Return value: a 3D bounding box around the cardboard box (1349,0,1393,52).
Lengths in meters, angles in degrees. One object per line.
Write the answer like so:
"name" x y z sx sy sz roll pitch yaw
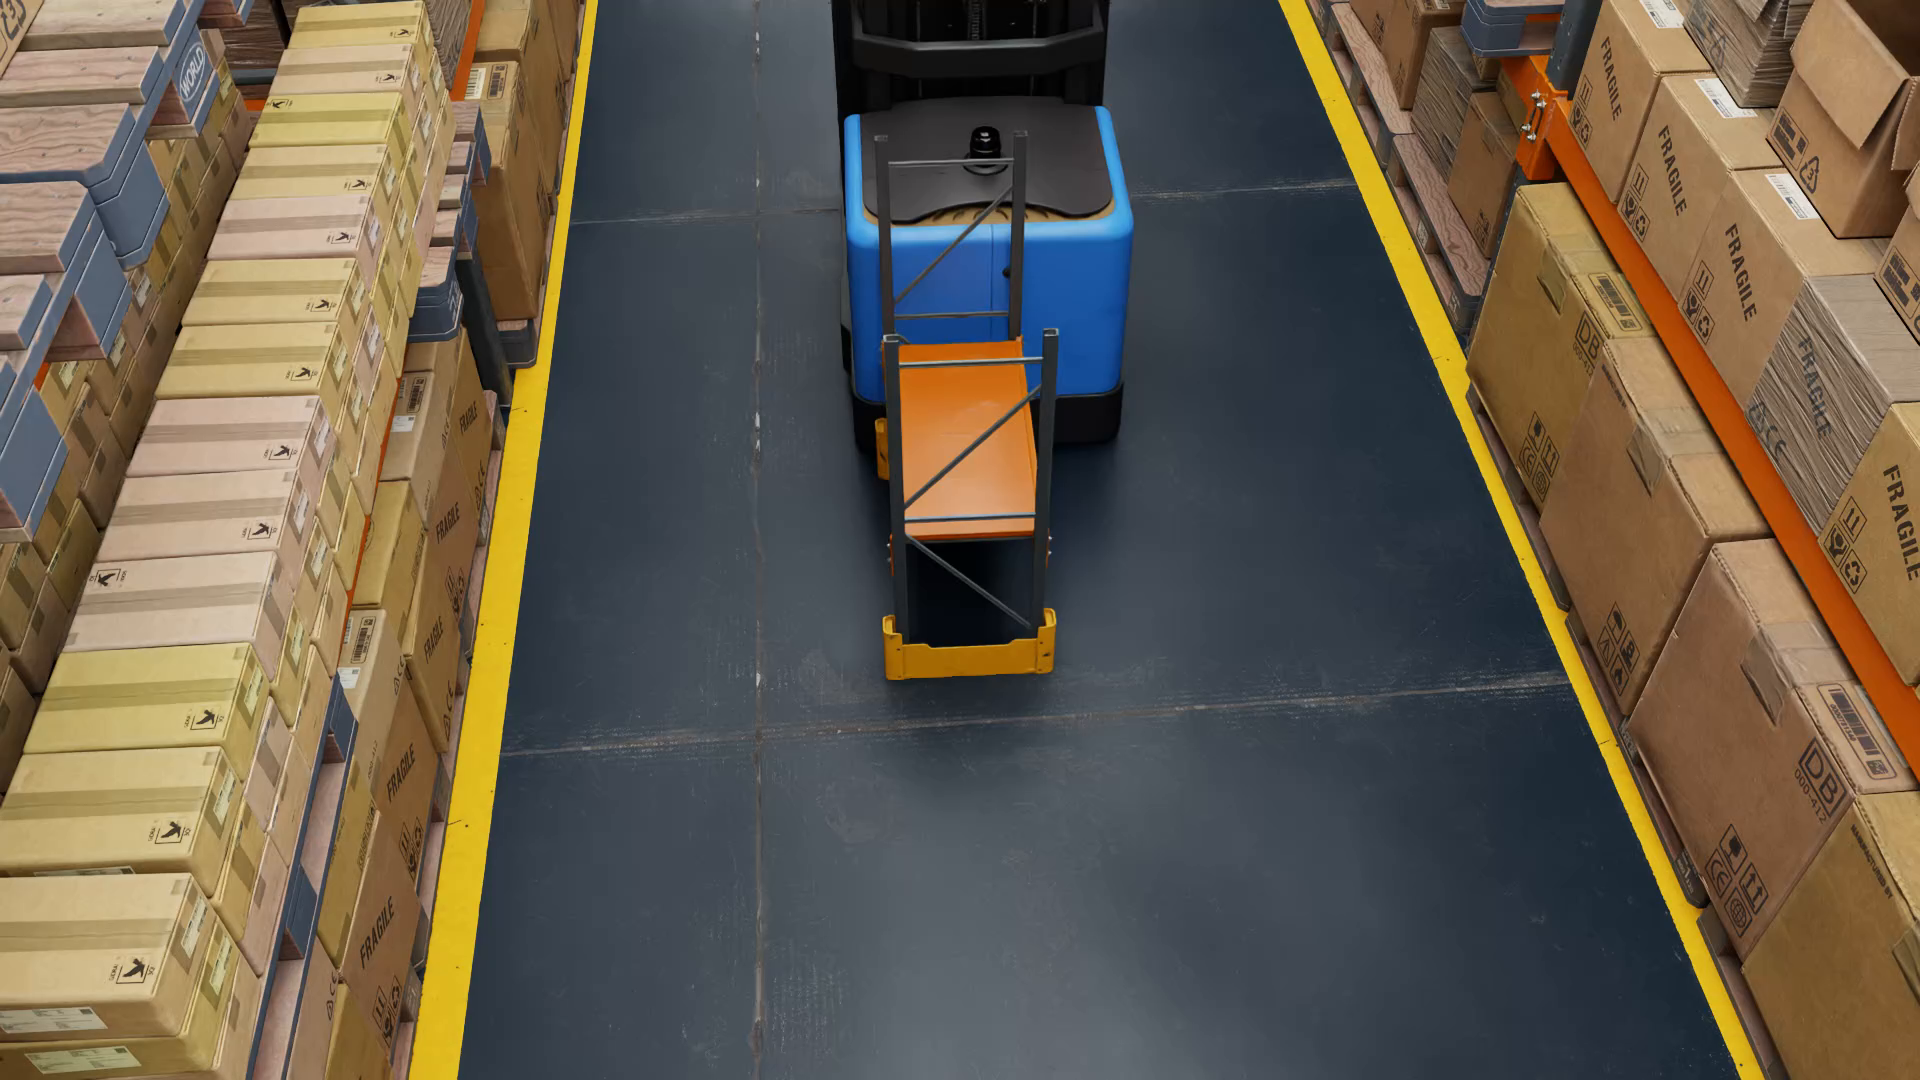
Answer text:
"cardboard box" 2.387 -2.795 8.250 0.700 0.500 0.500 -7 47 -7

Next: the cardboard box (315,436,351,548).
"cardboard box" -1.682 -0.106 3.963 0.380 0.149 0.250 -4 47 -4

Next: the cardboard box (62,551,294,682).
"cardboard box" -1.634 0.173 3.494 0.380 0.149 0.250 -4 47 -4

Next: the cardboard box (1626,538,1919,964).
"cardboard box" 2.810 0.566 4.822 1.225 0.875 0.875 -5 47 -5

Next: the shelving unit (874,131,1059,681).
"shelving unit" 0.002 -0.430 5.625 0.587 1.500 1.083 -3 47 -2

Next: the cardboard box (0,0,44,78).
"cardboard box" -1.991 -1.020 2.724 0.797 0.503 0.637 -4 47 -4

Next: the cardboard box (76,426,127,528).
"cardboard box" -2.357 -0.152 4.212 0.380 0.149 0.250 -5 47 -5

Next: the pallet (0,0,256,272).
"pallet" -2.028 -0.854 3.056 1.213 0.211 1.003 -3 47 -3

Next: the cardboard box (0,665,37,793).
"cardboard box" -2.285 0.434 3.657 0.380 0.149 0.250 -6 47 -5

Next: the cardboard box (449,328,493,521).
"cardboard box" -2.011 -0.402 5.997 0.500 0.500 0.500 -4 47 -3

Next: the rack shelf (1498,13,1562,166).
"rack shelf" 2.456 -3.005 7.526 1.077 0.370 4.000 -3 47 -3

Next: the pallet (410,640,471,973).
"pallet" -2.164 0.827 5.321 1.003 0.211 1.213 -3 47 -3

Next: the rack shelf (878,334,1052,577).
"rack shelf" 0.001 -0.313 5.761 0.538 0.185 1.000 -3 47 -2

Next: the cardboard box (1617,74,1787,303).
"cardboard box" 2.439 -1.099 5.156 0.500 0.500 0.500 -5 47 -4

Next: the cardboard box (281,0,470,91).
"cardboard box" -2.096 -1.953 5.965 0.500 0.500 0.500 -3 47 -3

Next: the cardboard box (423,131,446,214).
"cardboard box" -1.809 -1.127 5.135 0.380 0.149 0.250 -4 47 -3

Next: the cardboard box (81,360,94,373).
"cardboard box" -2.370 -0.543 4.172 0.380 0.149 0.250 -2 47 -2

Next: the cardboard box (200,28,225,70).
"cardboard box" -2.481 -1.491 5.070 0.380 0.149 0.250 -3 47 -3

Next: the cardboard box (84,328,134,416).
"cardboard box" -2.377 -0.444 4.284 0.380 0.149 0.250 -4 47 -4

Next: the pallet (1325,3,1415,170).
"pallet" 2.461 -2.293 8.276 1.003 0.211 1.213 -3 47 -3

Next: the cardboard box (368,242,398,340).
"cardboard box" -1.744 -0.663 4.491 0.380 0.149 0.250 -4 47 -4

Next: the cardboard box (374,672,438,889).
"cardboard box" -1.893 0.720 4.934 0.500 0.500 0.500 -3 47 -3

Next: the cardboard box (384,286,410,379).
"cardboard box" -1.745 -0.566 4.603 0.380 0.149 0.250 -5 47 -5

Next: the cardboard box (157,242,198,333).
"cardboard box" -2.421 -0.715 4.745 0.380 0.149 0.250 -2 47 -1

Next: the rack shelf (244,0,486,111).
"rack shelf" -2.495 -2.777 7.310 1.077 0.370 4.000 -3 47 -3

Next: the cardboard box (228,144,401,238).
"cardboard box" -1.762 -0.949 4.557 0.380 0.149 0.250 -2 47 -2

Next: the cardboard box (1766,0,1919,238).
"cardboard box" 2.721 -1.184 4.545 0.797 0.503 0.637 -3 47 -2

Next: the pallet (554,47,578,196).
"pallet" -2.417 -2.074 8.069 1.003 0.211 1.213 -3 47 -3

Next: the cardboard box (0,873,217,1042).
"cardboard box" -1.567 0.741 2.956 0.380 0.149 0.250 -1 47 -1

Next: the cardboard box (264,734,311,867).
"cardboard box" -1.613 0.564 3.533 0.380 0.149 0.250 -3 47 -3

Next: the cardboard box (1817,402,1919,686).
"cardboard box" 2.562 -0.004 4.119 0.500 0.500 0.500 -4 47 -4

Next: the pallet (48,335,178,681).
"pallet" -2.121 -0.082 4.394 1.003 0.211 1.213 -3 47 -3

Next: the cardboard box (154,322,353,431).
"cardboard box" -1.702 -0.389 4.027 0.380 0.149 0.250 -2 47 -2

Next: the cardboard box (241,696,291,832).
"cardboard box" -1.613 0.469 3.419 0.380 0.149 0.250 -2 47 -2

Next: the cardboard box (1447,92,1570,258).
"cardboard box" 2.548 -1.581 7.100 0.700 0.500 0.500 -6 47 -5

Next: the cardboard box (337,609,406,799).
"cardboard box" -1.876 0.469 4.656 0.500 0.250 0.500 -2 47 -2

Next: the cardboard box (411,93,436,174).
"cardboard box" -1.808 -1.215 5.014 0.380 0.149 0.250 -2 47 -2

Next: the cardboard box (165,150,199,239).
"cardboard box" -2.436 -0.987 4.798 0.380 0.149 0.250 -5 47 -5

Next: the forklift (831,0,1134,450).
"forklift" 0.024 -2.424 6.527 1.130 2.935 3.031 -3 47 -2

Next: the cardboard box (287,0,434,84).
"cardboard box" -1.829 -1.513 5.091 0.380 0.149 0.250 -5 47 -5

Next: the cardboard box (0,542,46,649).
"cardboard box" -2.311 0.124 3.745 0.380 0.149 0.250 -6 47 -5

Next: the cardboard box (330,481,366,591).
"cardboard box" -1.682 0.001 4.067 0.380 0.149 0.250 -4 47 -4

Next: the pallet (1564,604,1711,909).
"pallet" 2.714 0.609 5.528 1.003 0.211 1.213 -3 47 -3

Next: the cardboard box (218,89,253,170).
"cardboard box" -2.491 -1.299 5.299 0.380 0.149 0.250 -4 47 -4

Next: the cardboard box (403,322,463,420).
"cardboard box" -2.009 -0.641 5.707 0.500 0.250 0.500 -4 47 -4

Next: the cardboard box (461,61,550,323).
"cardboard box" -2.288 -1.394 6.765 1.050 0.750 0.750 -4 47 -4
